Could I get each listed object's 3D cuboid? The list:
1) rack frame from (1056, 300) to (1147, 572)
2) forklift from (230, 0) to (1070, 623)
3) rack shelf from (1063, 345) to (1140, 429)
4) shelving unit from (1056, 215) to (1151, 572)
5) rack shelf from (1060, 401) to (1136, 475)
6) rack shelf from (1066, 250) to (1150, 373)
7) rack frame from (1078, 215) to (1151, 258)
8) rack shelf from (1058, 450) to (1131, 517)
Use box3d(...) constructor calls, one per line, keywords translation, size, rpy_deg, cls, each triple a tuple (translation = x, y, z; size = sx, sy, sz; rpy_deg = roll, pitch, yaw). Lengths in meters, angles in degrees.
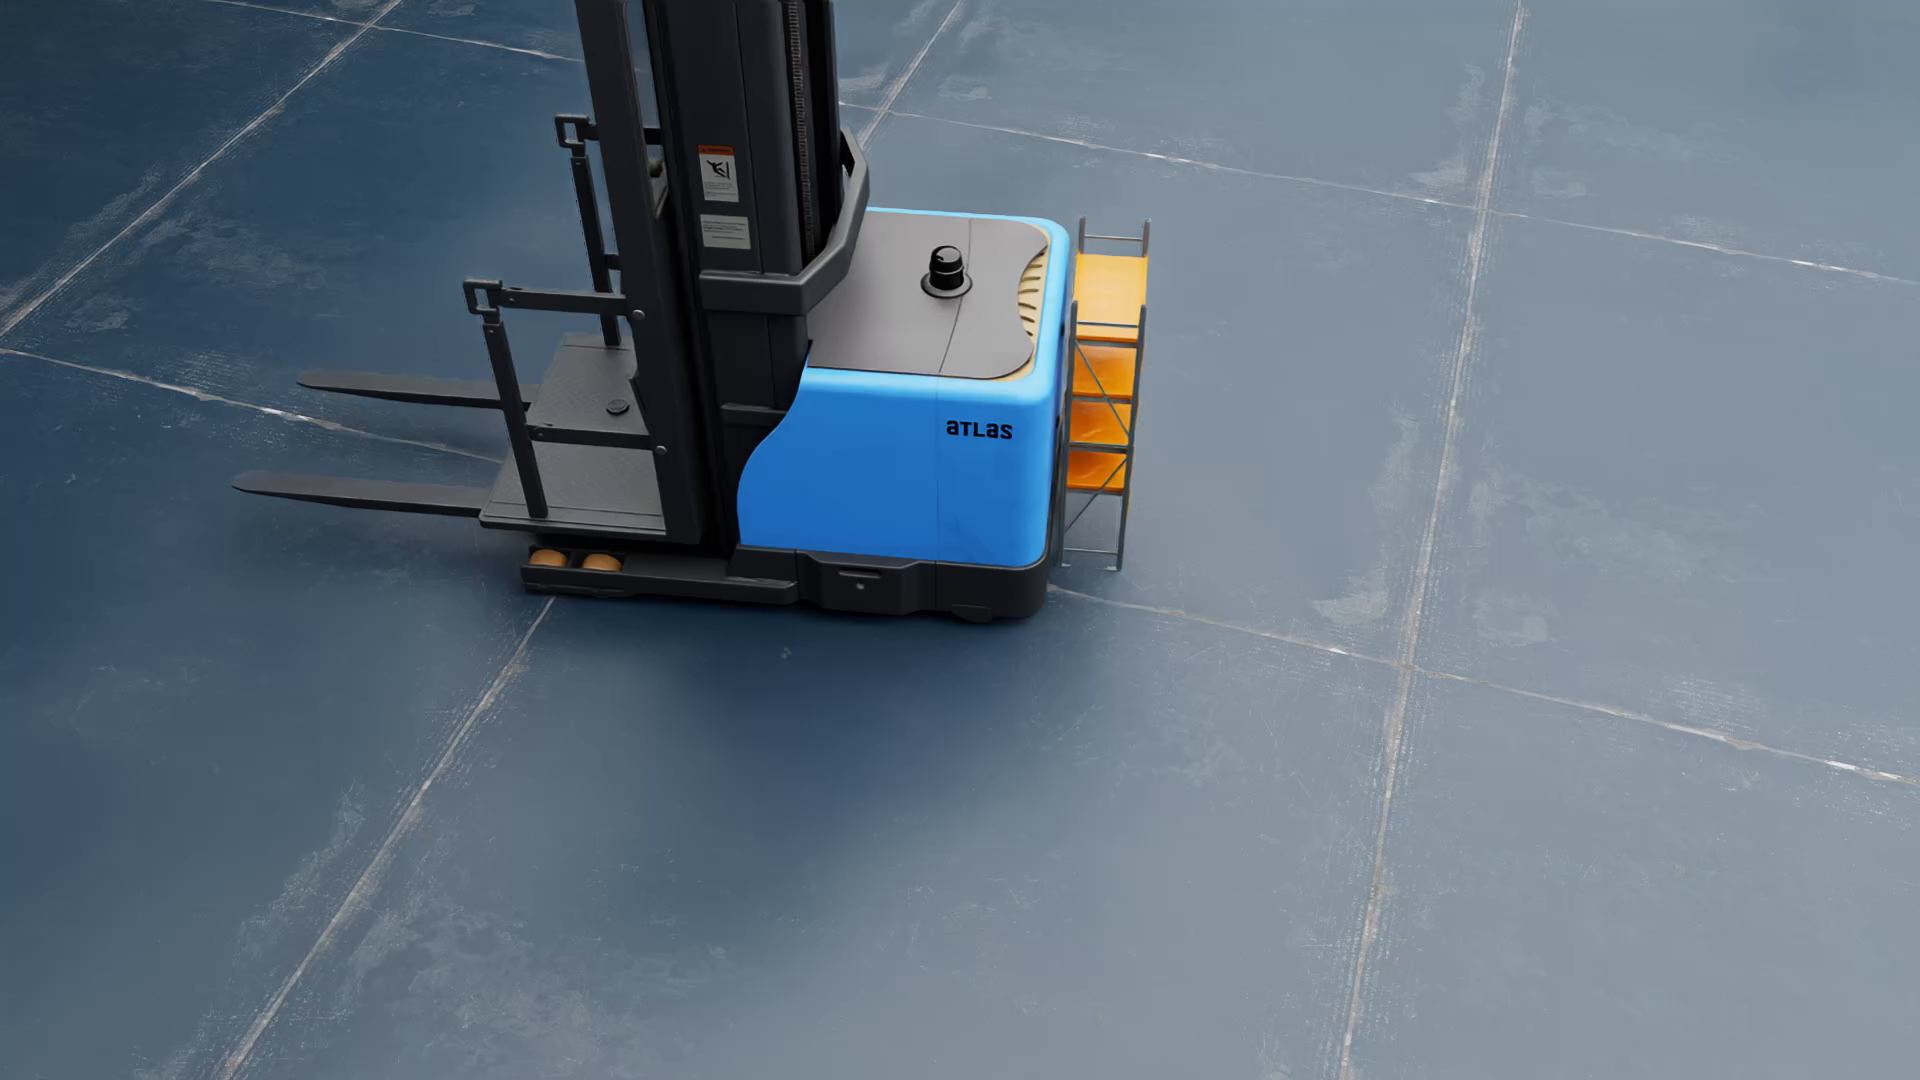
box3d(translation=(0.476, -0.325, 5.725), size=(0.240, 1.200, 0.015), rpy_deg=(4, 45, 4), cls="rack frame")
box3d(translation=(-1.154, -1.200, 5.380), size=(3.031, 2.935, 1.130), rpy_deg=(5, 45, 5), cls="forklift")
box3d(translation=(0.502, -0.607, 5.789), size=(0.258, 0.148, 0.480), rpy_deg=(4, 45, 4), cls="rack shelf")
box3d(translation=(0.502, -0.495, 5.898), size=(0.258, 1.200, 0.503), rpy_deg=(4, 45, 4), cls="shelving unit")
box3d(translation=(0.502, -0.447, 5.945), size=(0.258, 0.148, 0.480), rpy_deg=(4, 45, 4), cls="rack shelf")
box3d(translation=(0.502, -0.776, 5.623), size=(0.258, 0.148, 0.480), rpy_deg=(4, 45, 4), cls="rack shelf")
box3d(translation=(0.528, -0.665, 6.071), size=(0.240, 1.200, 0.015), rpy_deg=(4, 45, 4), cls="rack frame")
box3d(translation=(0.502, -0.305, 6.084), size=(0.258, 0.148, 0.480), rpy_deg=(4, 45, 4), cls="rack shelf")
